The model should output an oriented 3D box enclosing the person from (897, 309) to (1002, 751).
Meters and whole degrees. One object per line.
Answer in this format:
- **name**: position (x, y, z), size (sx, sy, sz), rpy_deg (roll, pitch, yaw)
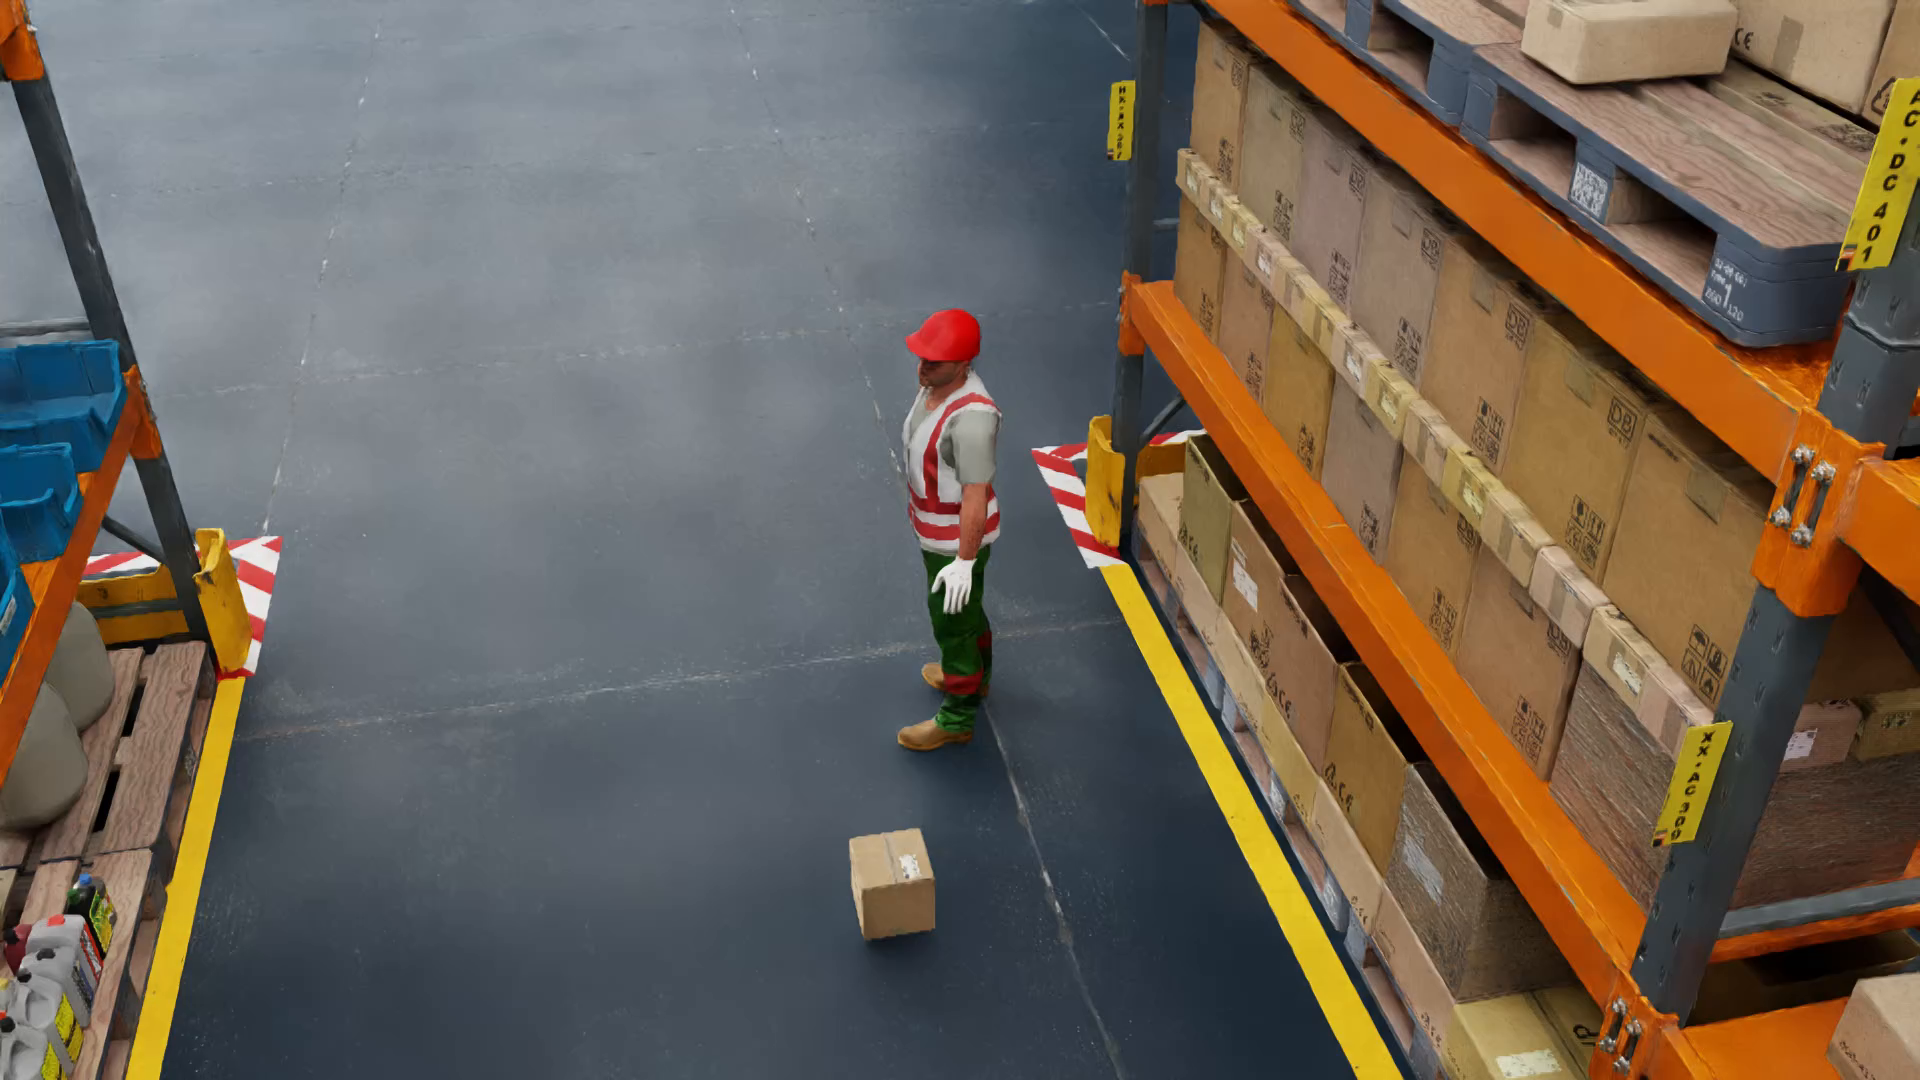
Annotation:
- **person**: position (-0.051, -0.018, 6.107), size (0.449, 1.791, 0.668), rpy_deg (-8, 35, -12)
